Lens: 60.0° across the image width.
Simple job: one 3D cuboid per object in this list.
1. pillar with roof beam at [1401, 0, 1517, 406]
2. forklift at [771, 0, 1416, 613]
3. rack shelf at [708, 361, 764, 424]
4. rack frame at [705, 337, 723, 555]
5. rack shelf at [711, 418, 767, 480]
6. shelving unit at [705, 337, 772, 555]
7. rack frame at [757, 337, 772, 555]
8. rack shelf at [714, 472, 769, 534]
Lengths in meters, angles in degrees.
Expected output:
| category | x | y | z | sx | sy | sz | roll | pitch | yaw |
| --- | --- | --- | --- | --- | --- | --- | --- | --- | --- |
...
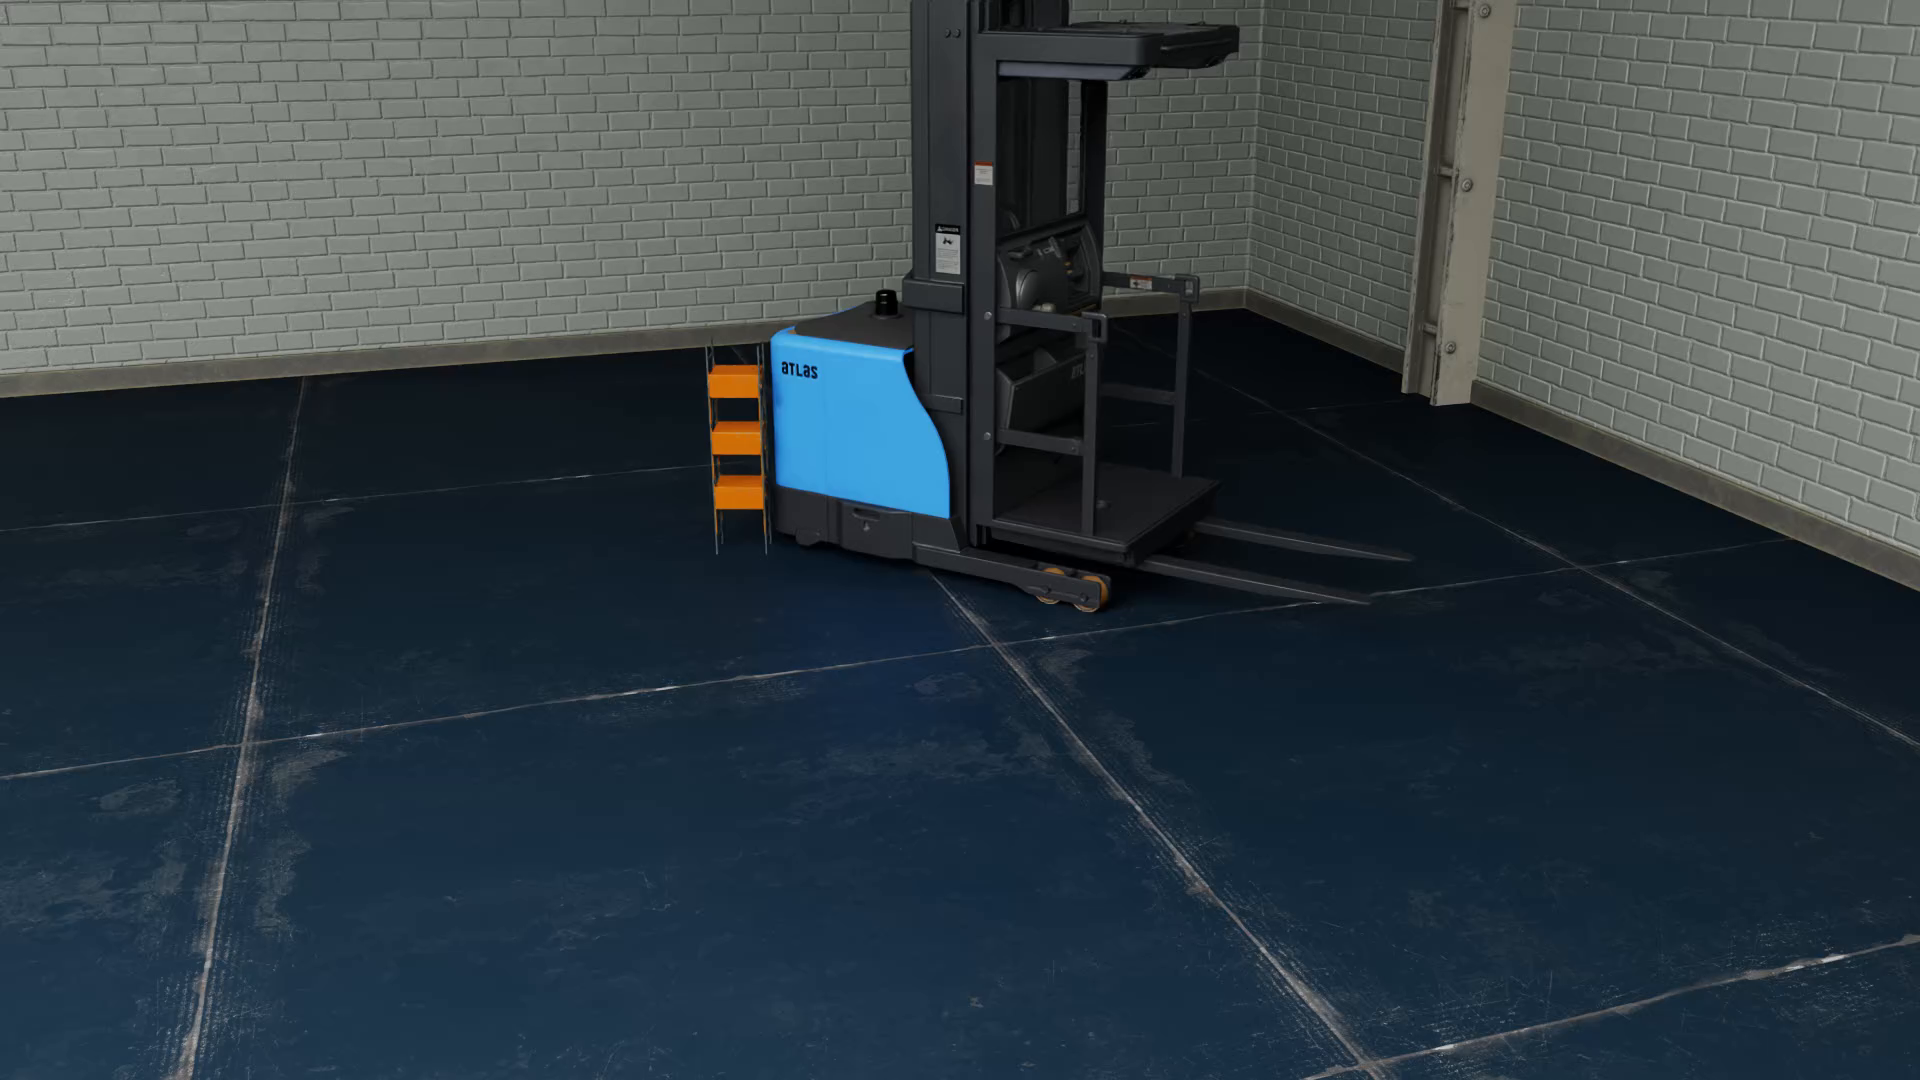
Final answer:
| category | x | y | z | sx | sy | sz | roll | pitch | yaw |
| --- | --- | --- | --- | --- | --- | --- | --- | --- | --- |
| pillar with roof beam | -0.910 | -4.732 | 8.280 | 9.100 | 9.000 | 0.400 | -6 | 21 | -17 |
| forklift | 0.598 | -1.256 | 7.577 | 3.031 | 2.935 | 1.130 | 11 | 23 | 29 |
| rack shelf | -1.078 | -0.713 | 8.041 | 0.240 | 0.259 | 0.215 | 0 | 20 | 0 |
| rack frame | -1.200 | -0.456 | 8.133 | 0.008 | 1.050 | 0.200 | 0 | 20 | 0 |
| rack shelf | -1.078 | -0.446 | 8.137 | 0.240 | 0.259 | 0.215 | 0 | 20 | 0 |
| shelving unit | -1.078 | -0.456 | 8.133 | 0.252 | 1.050 | 0.215 | 0 | 20 | 0 |
| rack frame | -0.956 | -0.456 | 8.133 | 0.008 | 1.050 | 0.200 | 0 | 20 | 0 |
| rack shelf | -1.078 | -0.185 | 8.231 | 0.240 | 0.259 | 0.215 | 0 | 20 | 0 |
